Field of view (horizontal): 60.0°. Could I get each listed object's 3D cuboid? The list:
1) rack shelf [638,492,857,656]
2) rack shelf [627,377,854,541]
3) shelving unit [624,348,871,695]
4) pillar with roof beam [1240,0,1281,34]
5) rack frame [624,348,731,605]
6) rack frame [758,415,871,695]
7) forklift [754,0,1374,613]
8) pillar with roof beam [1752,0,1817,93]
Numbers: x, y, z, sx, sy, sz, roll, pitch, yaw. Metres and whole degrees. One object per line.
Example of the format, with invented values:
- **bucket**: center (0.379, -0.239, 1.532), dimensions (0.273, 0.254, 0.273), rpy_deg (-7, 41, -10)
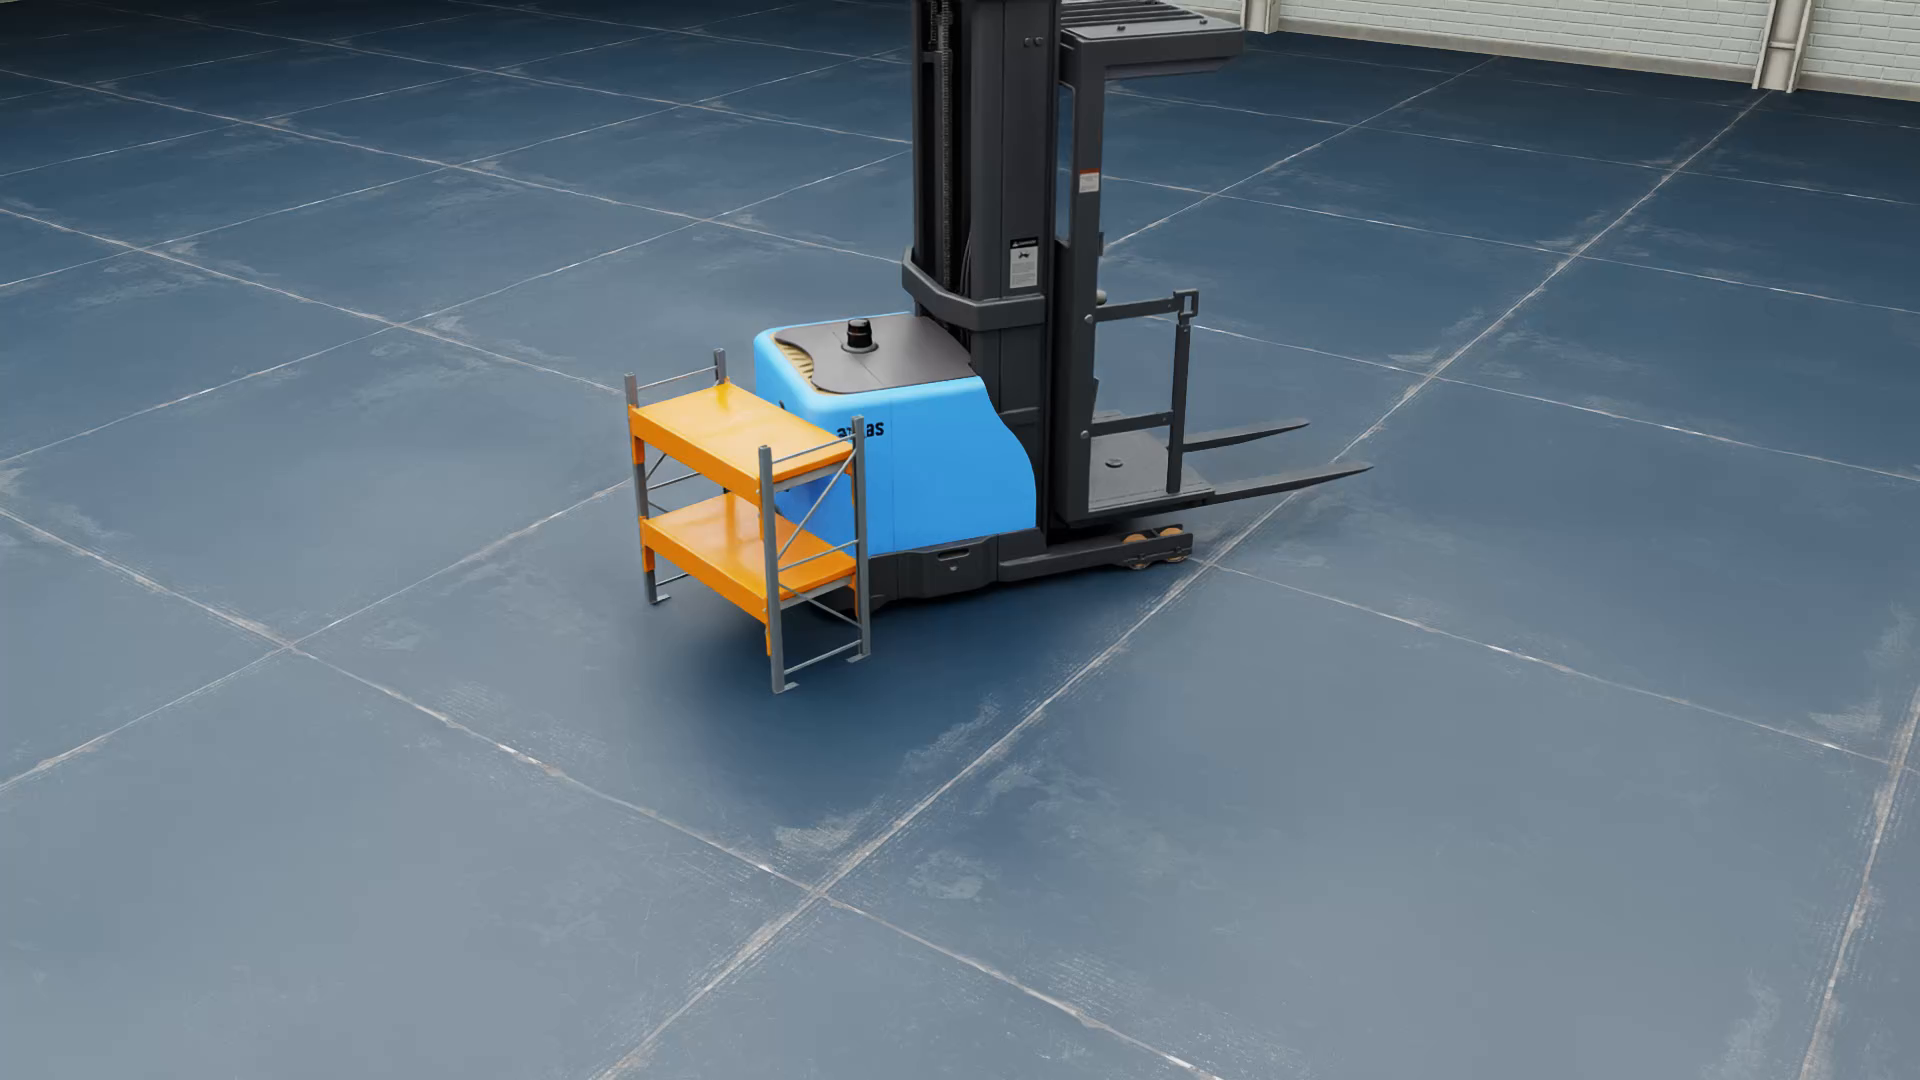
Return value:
- **rack shelf**: center (-0.921, 0.112, 7.328), dimensions (0.538, 0.278, 1.000), rpy_deg (-21, 34, -35)
- **rack shelf**: center (-0.921, -0.366, 7.084), dimensions (0.538, 0.278, 1.000), rpy_deg (-21, 34, -35)
- **shelving unit**: center (-0.921, -0.106, 7.217), dimensions (0.538, 1.125, 1.048), rpy_deg (-21, 34, -35)
- **pillar with roof beam**: center (1.291, -8.755, 15.531), dimensions (0.400, 9.000, 9.100), rpy_deg (17, 32, 30)
- **rack frame**: center (-1.252, -0.280, 7.561), dimensions (0.500, 1.125, 0.032), rpy_deg (-21, 34, -35)
- **rack frame**: center (-0.590, 0.069, 6.873), dimensions (0.500, 1.125, 0.032), rpy_deg (-21, 34, -35)
- **forklift**: center (0.588, -1.378, 7.727), dimensions (3.031, 2.935, 1.130), rpy_deg (-10, 29, -19)
- **pillar with roof beam**: center (6.236, -7.214, 12.504), dimensions (0.400, 9.000, 9.100), rpy_deg (17, 32, 30)
